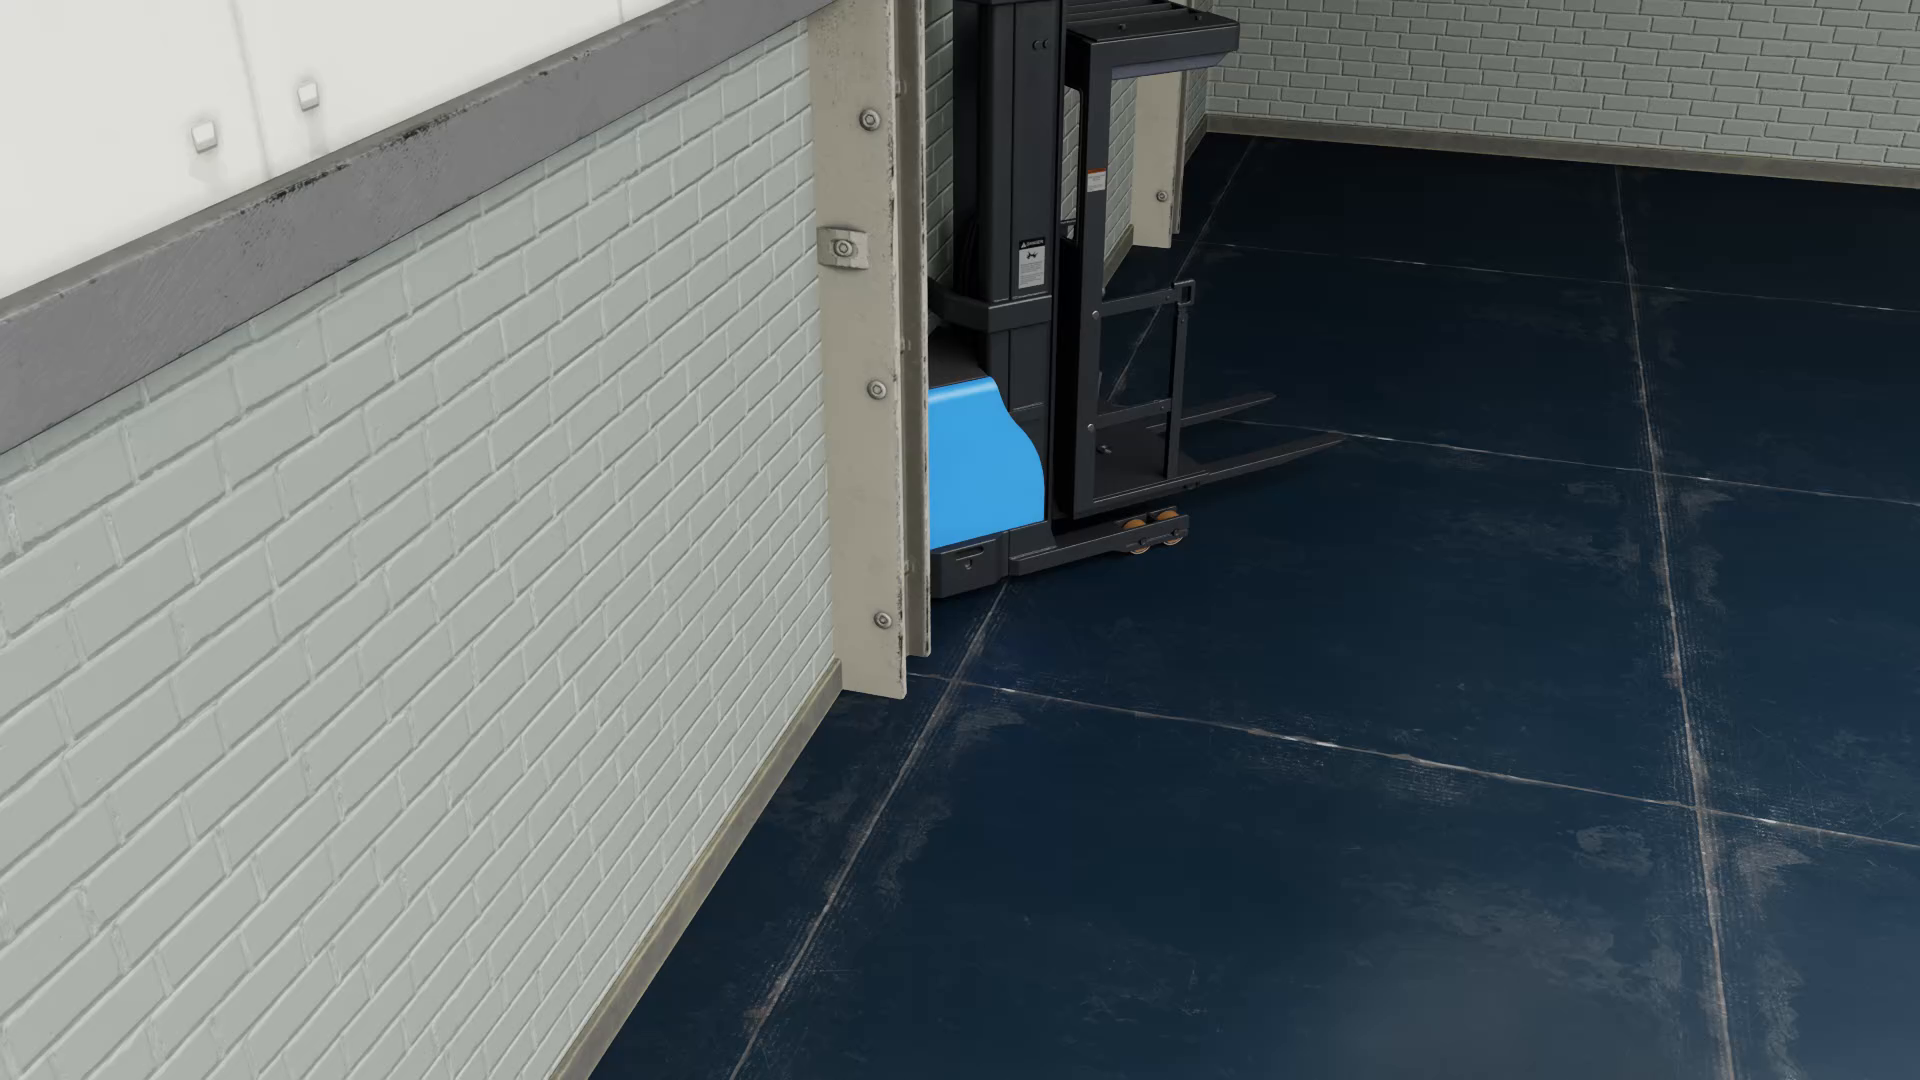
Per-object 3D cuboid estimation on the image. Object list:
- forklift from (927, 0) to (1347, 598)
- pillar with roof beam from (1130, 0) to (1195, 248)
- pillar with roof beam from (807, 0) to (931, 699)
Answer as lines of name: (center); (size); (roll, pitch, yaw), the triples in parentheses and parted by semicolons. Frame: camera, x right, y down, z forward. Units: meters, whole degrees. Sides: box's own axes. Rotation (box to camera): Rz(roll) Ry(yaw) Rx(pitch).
forklift: (0.551, -1.423, 7.794); (3.031, 2.935, 1.130); (-15, 32, -24)
pillar with roof beam: (5.544, -5.546, 8.963); (9.100, 9.000, 0.400); (8, 30, 15)
pillar with roof beam: (3.783, -2.758, 3.950); (9.100, 9.000, 0.400); (8, 30, 15)
